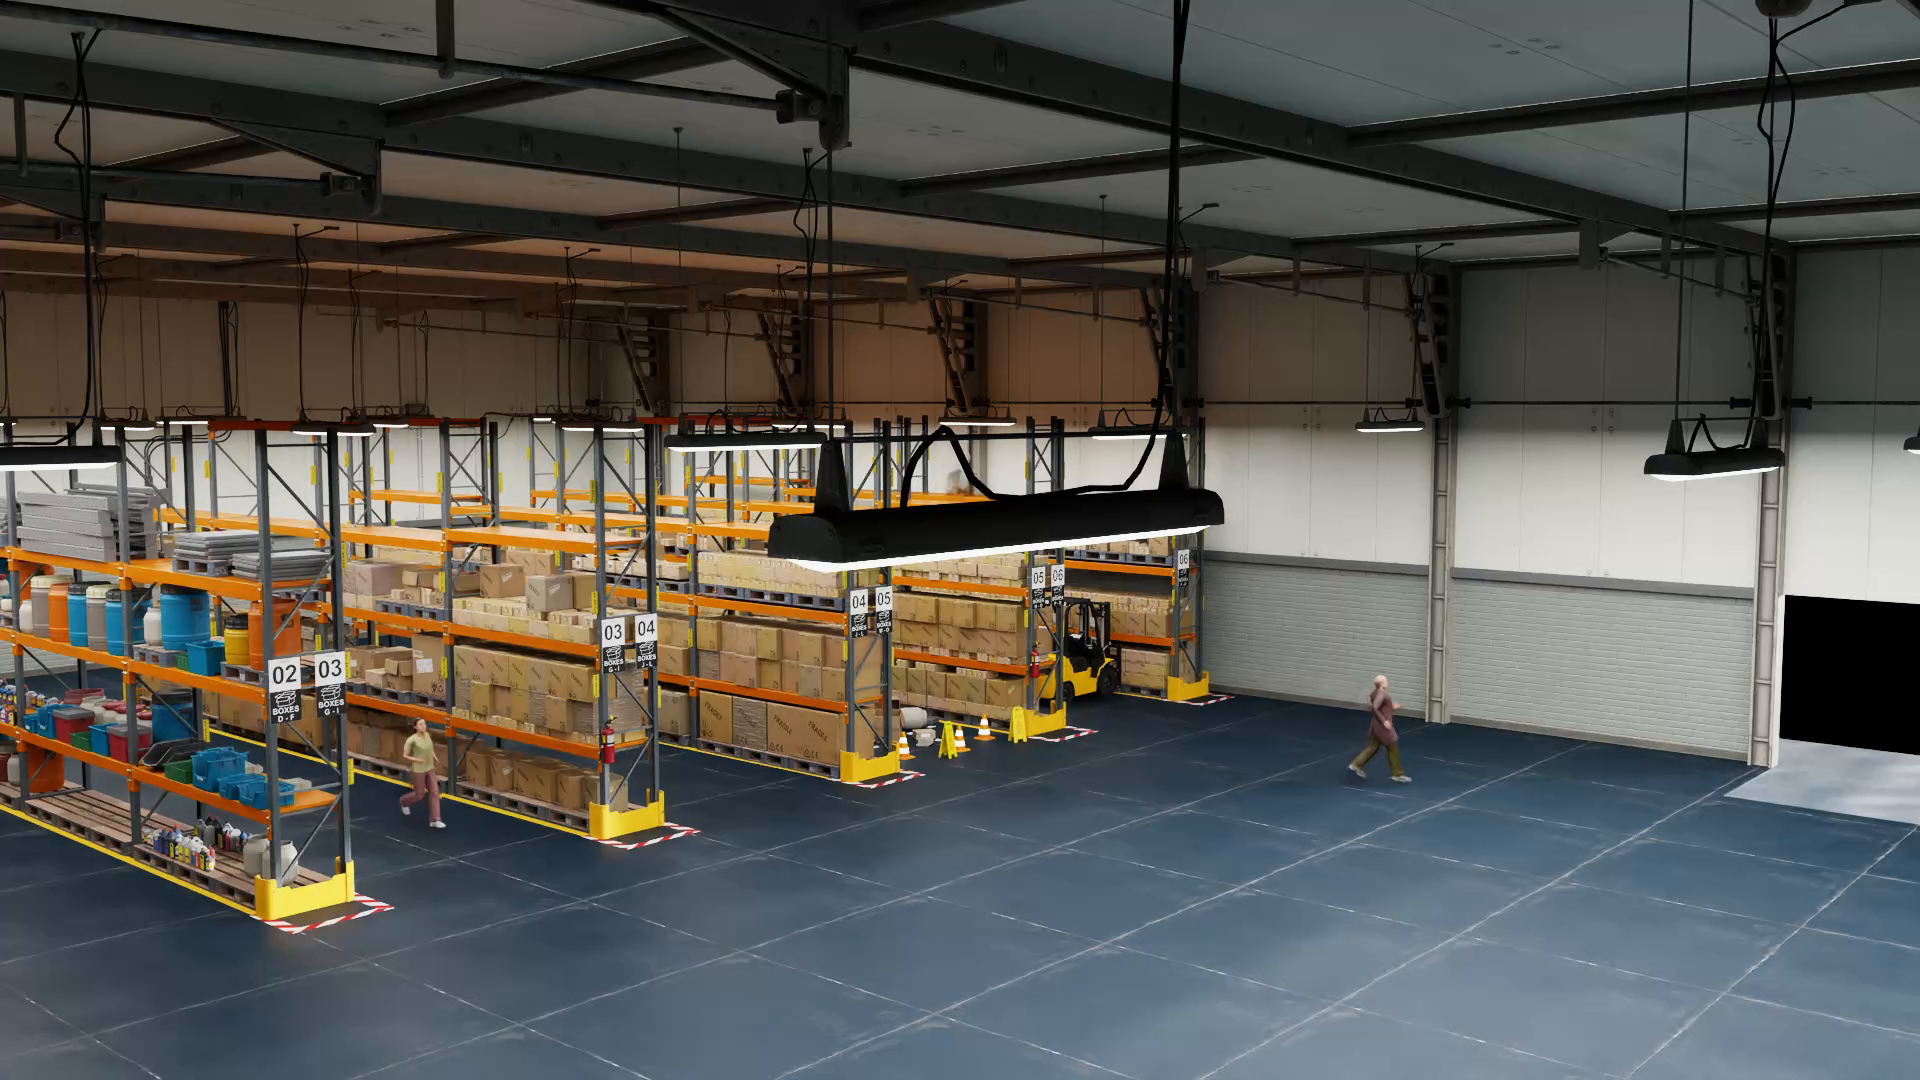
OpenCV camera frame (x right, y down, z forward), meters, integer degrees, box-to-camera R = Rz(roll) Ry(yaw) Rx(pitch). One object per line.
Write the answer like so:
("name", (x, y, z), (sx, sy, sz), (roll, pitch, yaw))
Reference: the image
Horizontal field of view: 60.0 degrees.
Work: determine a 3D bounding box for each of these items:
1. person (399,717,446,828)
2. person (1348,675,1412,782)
("person", (-8.010, 3.443, 24.808), (0.970, 1.633, 0.592), (3, 6, 36))
("person", (6.975, 3.124, 27.552), (1.054, 1.775, 0.697), (-1, 5, -8))
